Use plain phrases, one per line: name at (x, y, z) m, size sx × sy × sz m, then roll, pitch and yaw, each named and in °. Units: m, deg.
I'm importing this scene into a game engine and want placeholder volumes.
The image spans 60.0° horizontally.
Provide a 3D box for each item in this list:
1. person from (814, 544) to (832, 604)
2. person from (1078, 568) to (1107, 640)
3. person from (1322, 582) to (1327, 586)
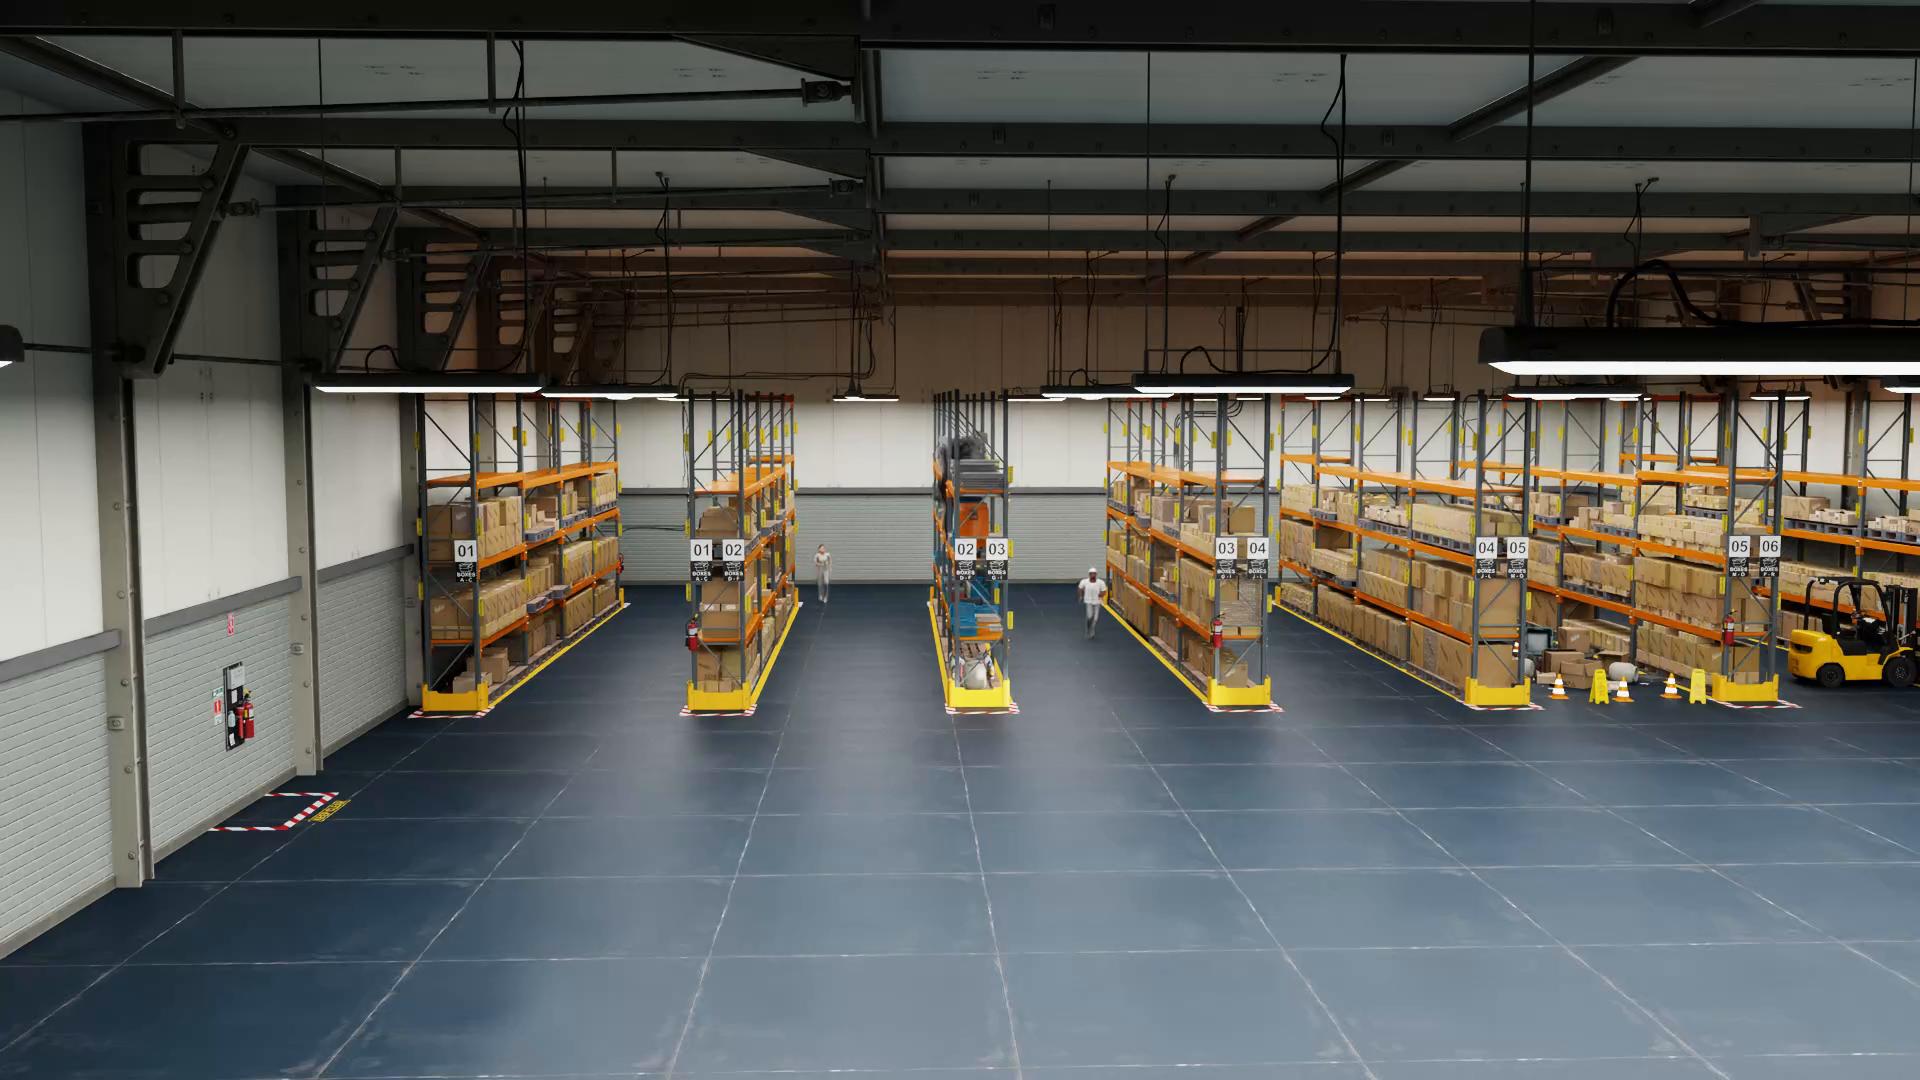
person at (-3.962, 0.974, 48.055) m, size 0.525 × 1.713 × 0.818 m, roll -1°, pitch 5°, yaw -8°
person at (3.232, 1.548, 40.425) m, size 0.676 × 1.754 × 0.688 m, roll 0°, pitch 5°, yaw -2°
person at (11.249, 0.753, 50.304) m, size 0.780 × 1.775 × 0.642 m, roll -2°, pitch 5°, yaw -25°
